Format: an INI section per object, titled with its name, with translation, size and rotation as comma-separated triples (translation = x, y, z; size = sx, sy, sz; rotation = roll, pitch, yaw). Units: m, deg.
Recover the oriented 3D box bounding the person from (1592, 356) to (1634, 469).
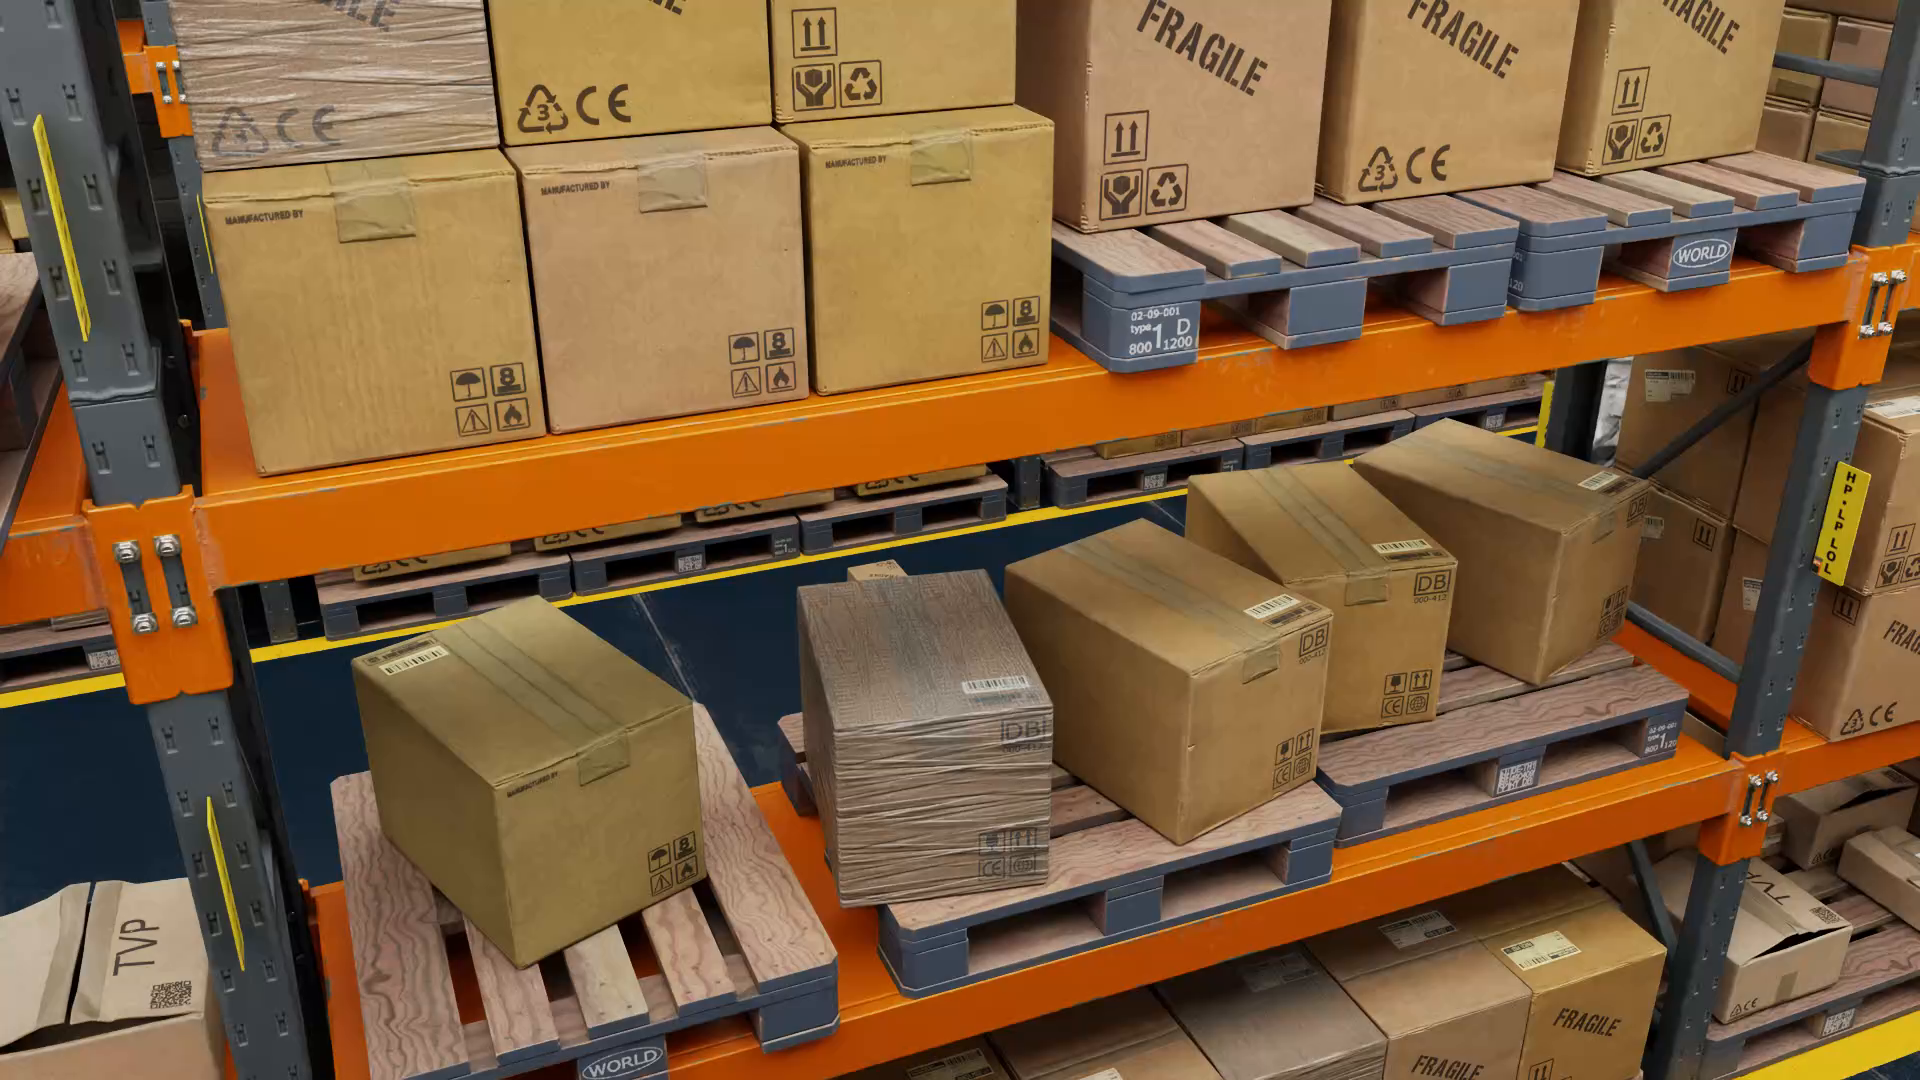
[person]
translation = 3.629, -1.045, 9.263
size = 1.003, 1.752, 0.521
rotation = -13, 29, -25
